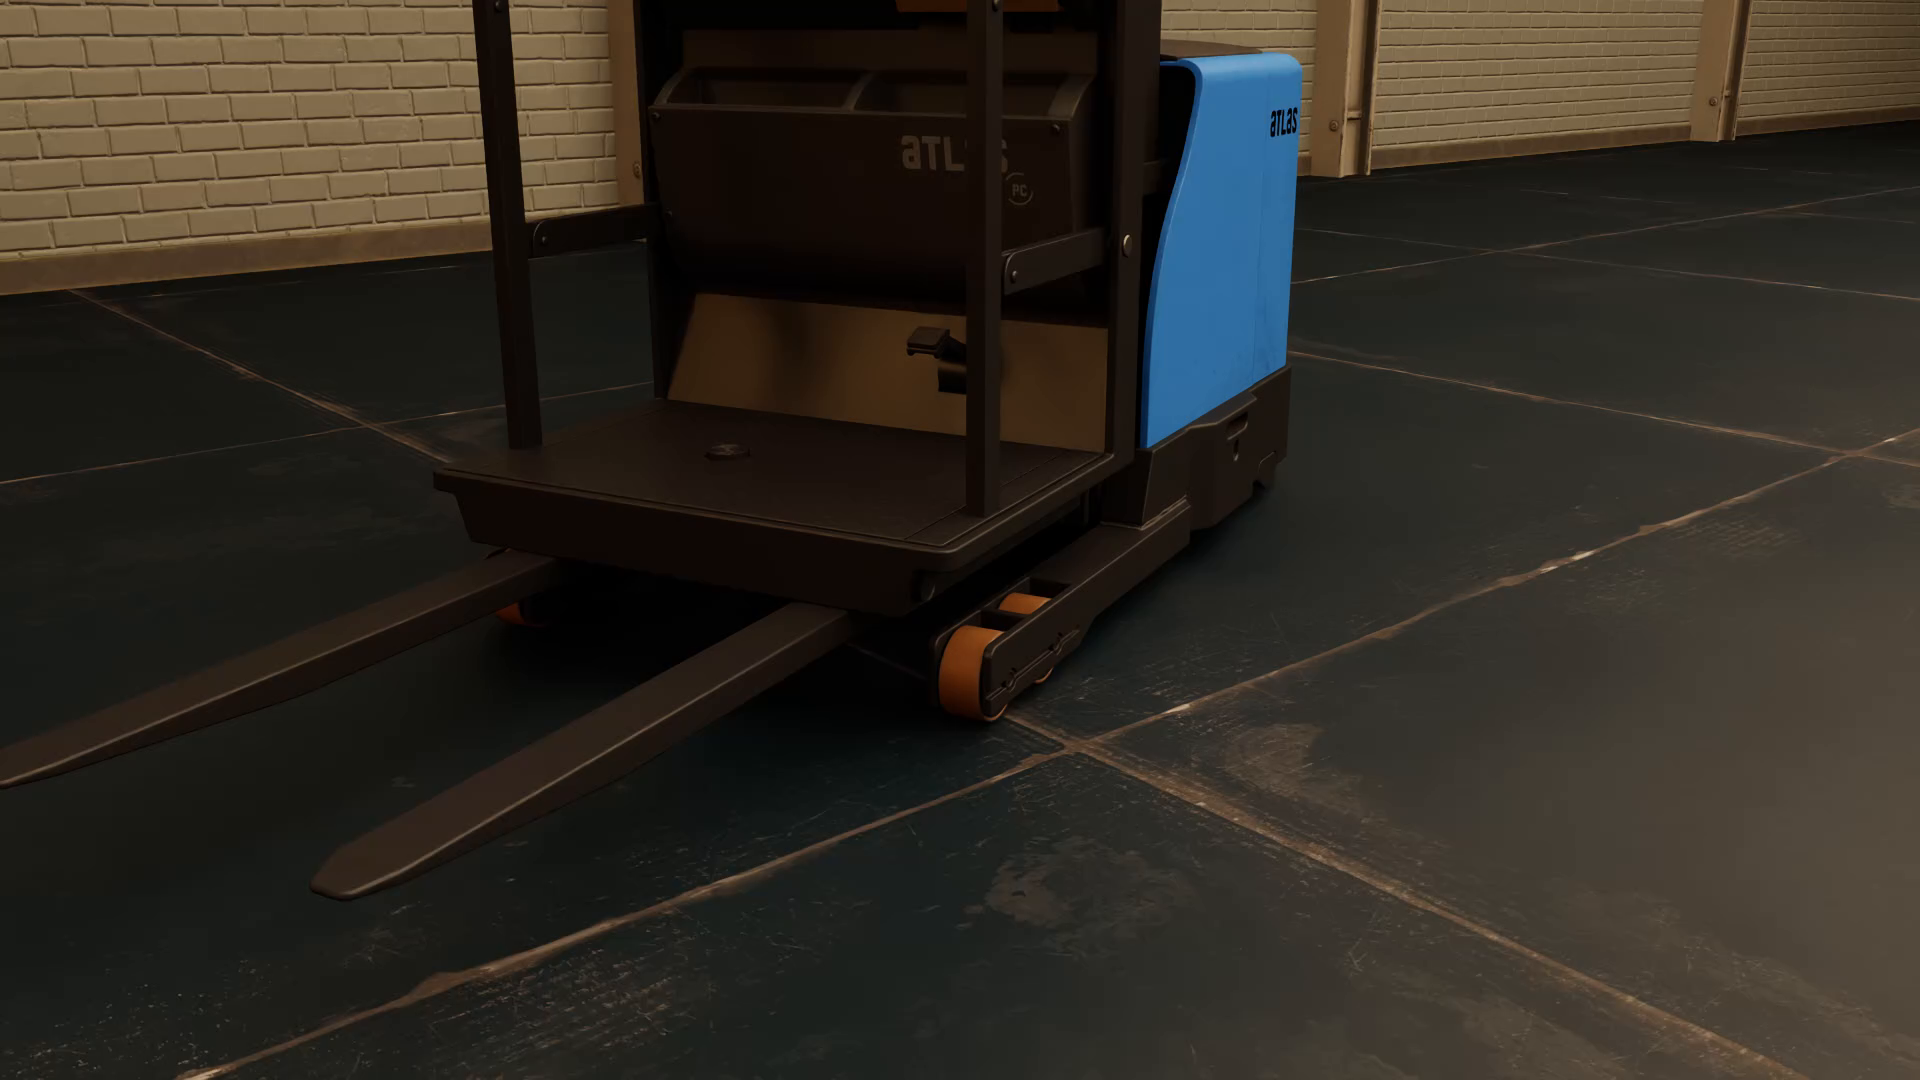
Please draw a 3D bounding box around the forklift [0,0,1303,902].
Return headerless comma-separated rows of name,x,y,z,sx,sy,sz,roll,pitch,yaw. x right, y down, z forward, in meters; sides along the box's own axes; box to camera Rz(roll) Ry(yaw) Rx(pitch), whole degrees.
forklift,-0.280,-1.237,2.895,1.130,2.935,3.031,9,19,26
